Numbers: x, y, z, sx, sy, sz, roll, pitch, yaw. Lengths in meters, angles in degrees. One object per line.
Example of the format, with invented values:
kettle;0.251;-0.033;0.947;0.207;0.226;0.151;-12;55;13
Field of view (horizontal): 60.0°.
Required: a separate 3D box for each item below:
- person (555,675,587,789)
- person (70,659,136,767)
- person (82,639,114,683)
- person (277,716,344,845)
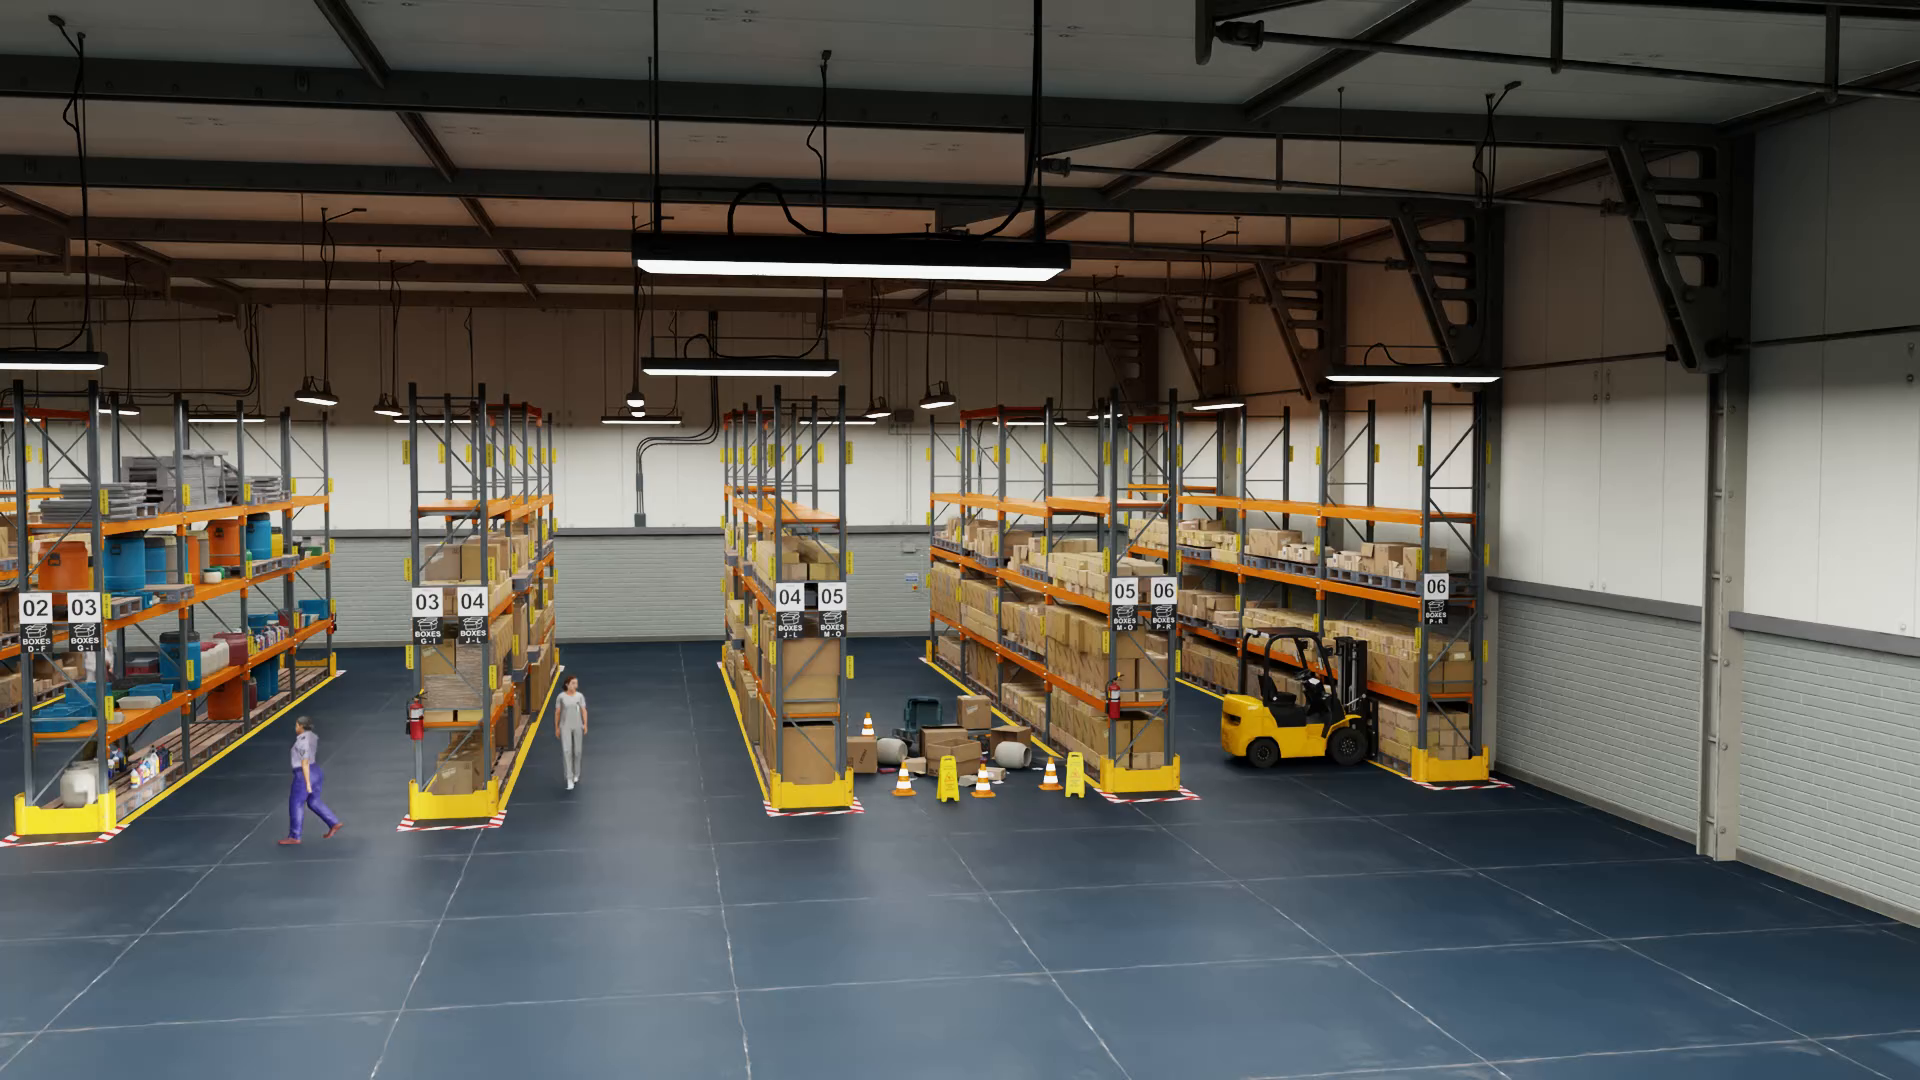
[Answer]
person;-5.878;2.903;25.285;0.470;1.670;0.743;-1;3;-26
person;-13.763;2.781;26.780;0.873;1.743;0.639;0;3;0
person;-16.815;2.498;32.445;0.554;1.722;1.019;-2;3;-28
person;-8.416;3.086;21.514;0.734;1.636;0.462;0;3;0
